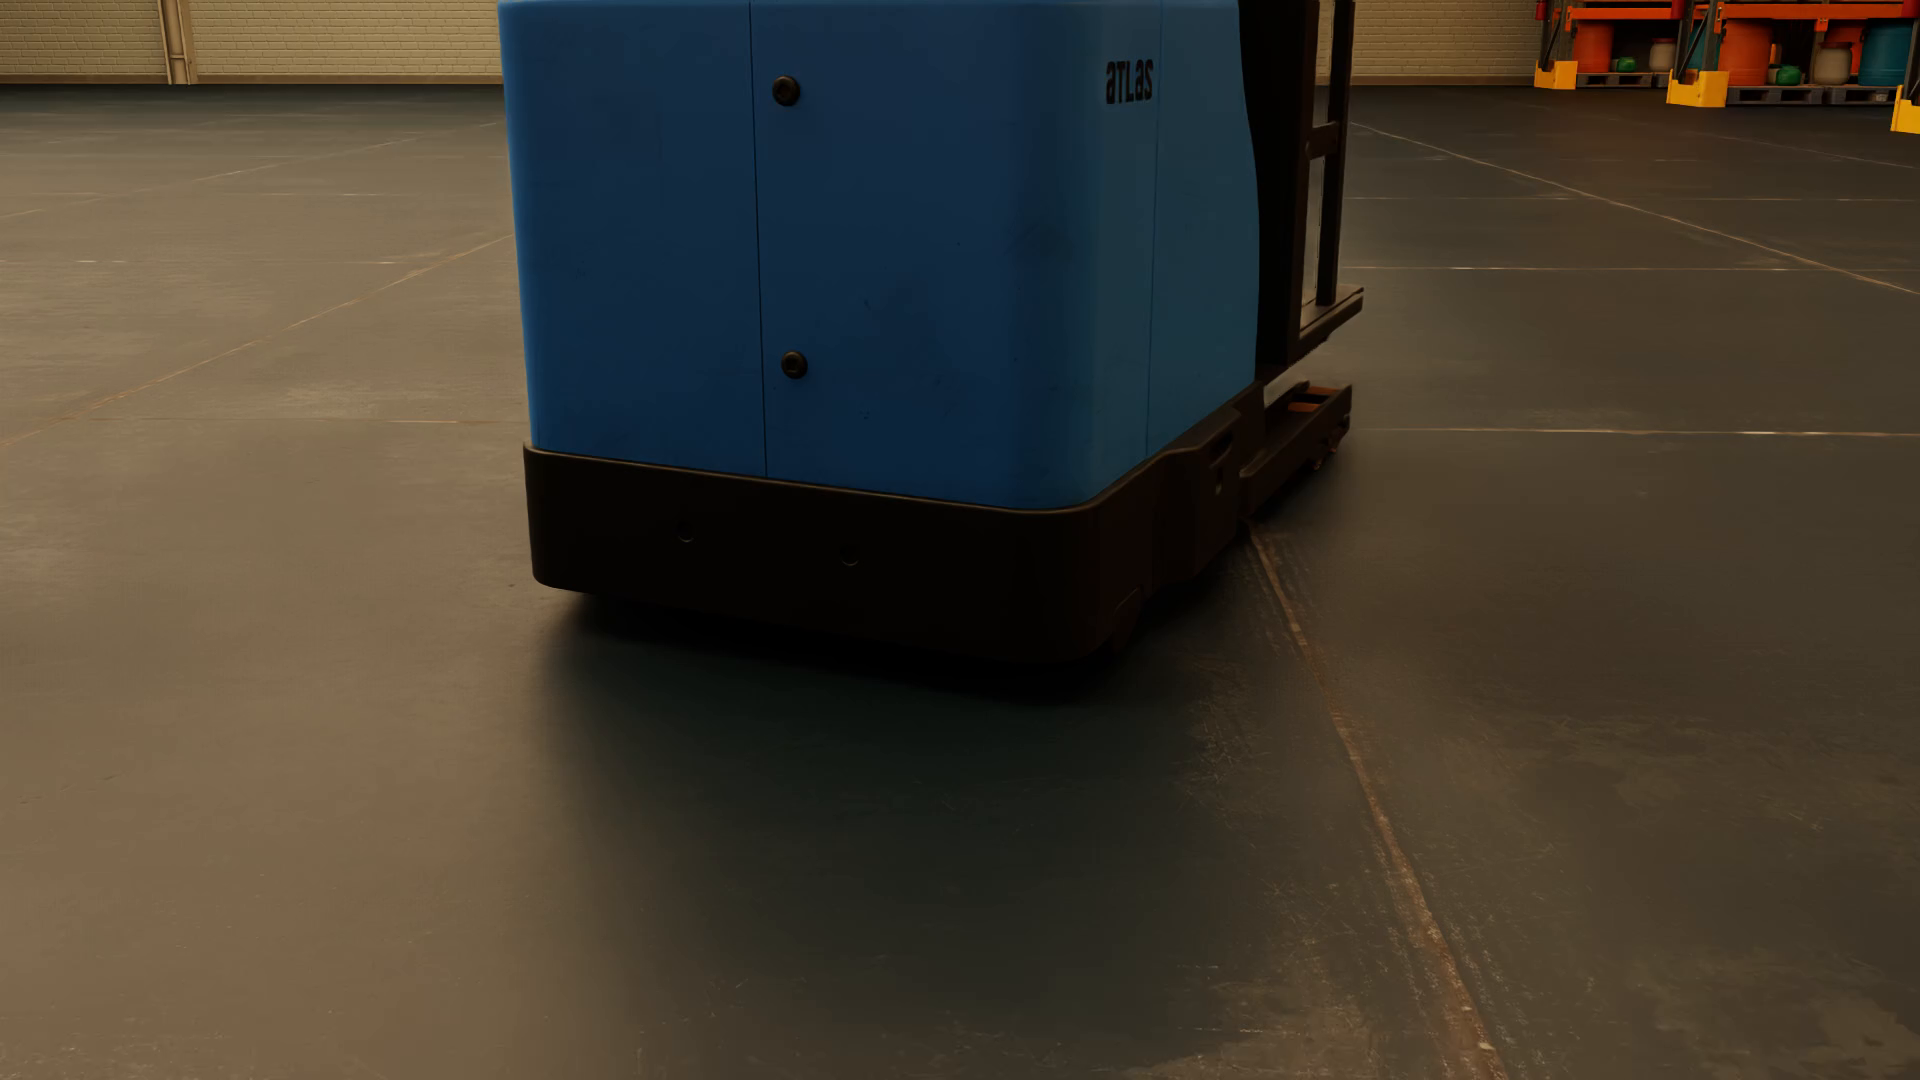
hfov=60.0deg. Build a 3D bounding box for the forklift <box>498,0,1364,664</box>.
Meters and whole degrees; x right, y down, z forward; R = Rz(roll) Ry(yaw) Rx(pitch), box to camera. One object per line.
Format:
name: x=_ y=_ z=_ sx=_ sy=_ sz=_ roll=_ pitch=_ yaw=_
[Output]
forklift: x=0.313 y=-1.605 z=3.598 sx=1.130 sy=2.935 sz=3.031 roll=8 pitch=19 yaw=23
